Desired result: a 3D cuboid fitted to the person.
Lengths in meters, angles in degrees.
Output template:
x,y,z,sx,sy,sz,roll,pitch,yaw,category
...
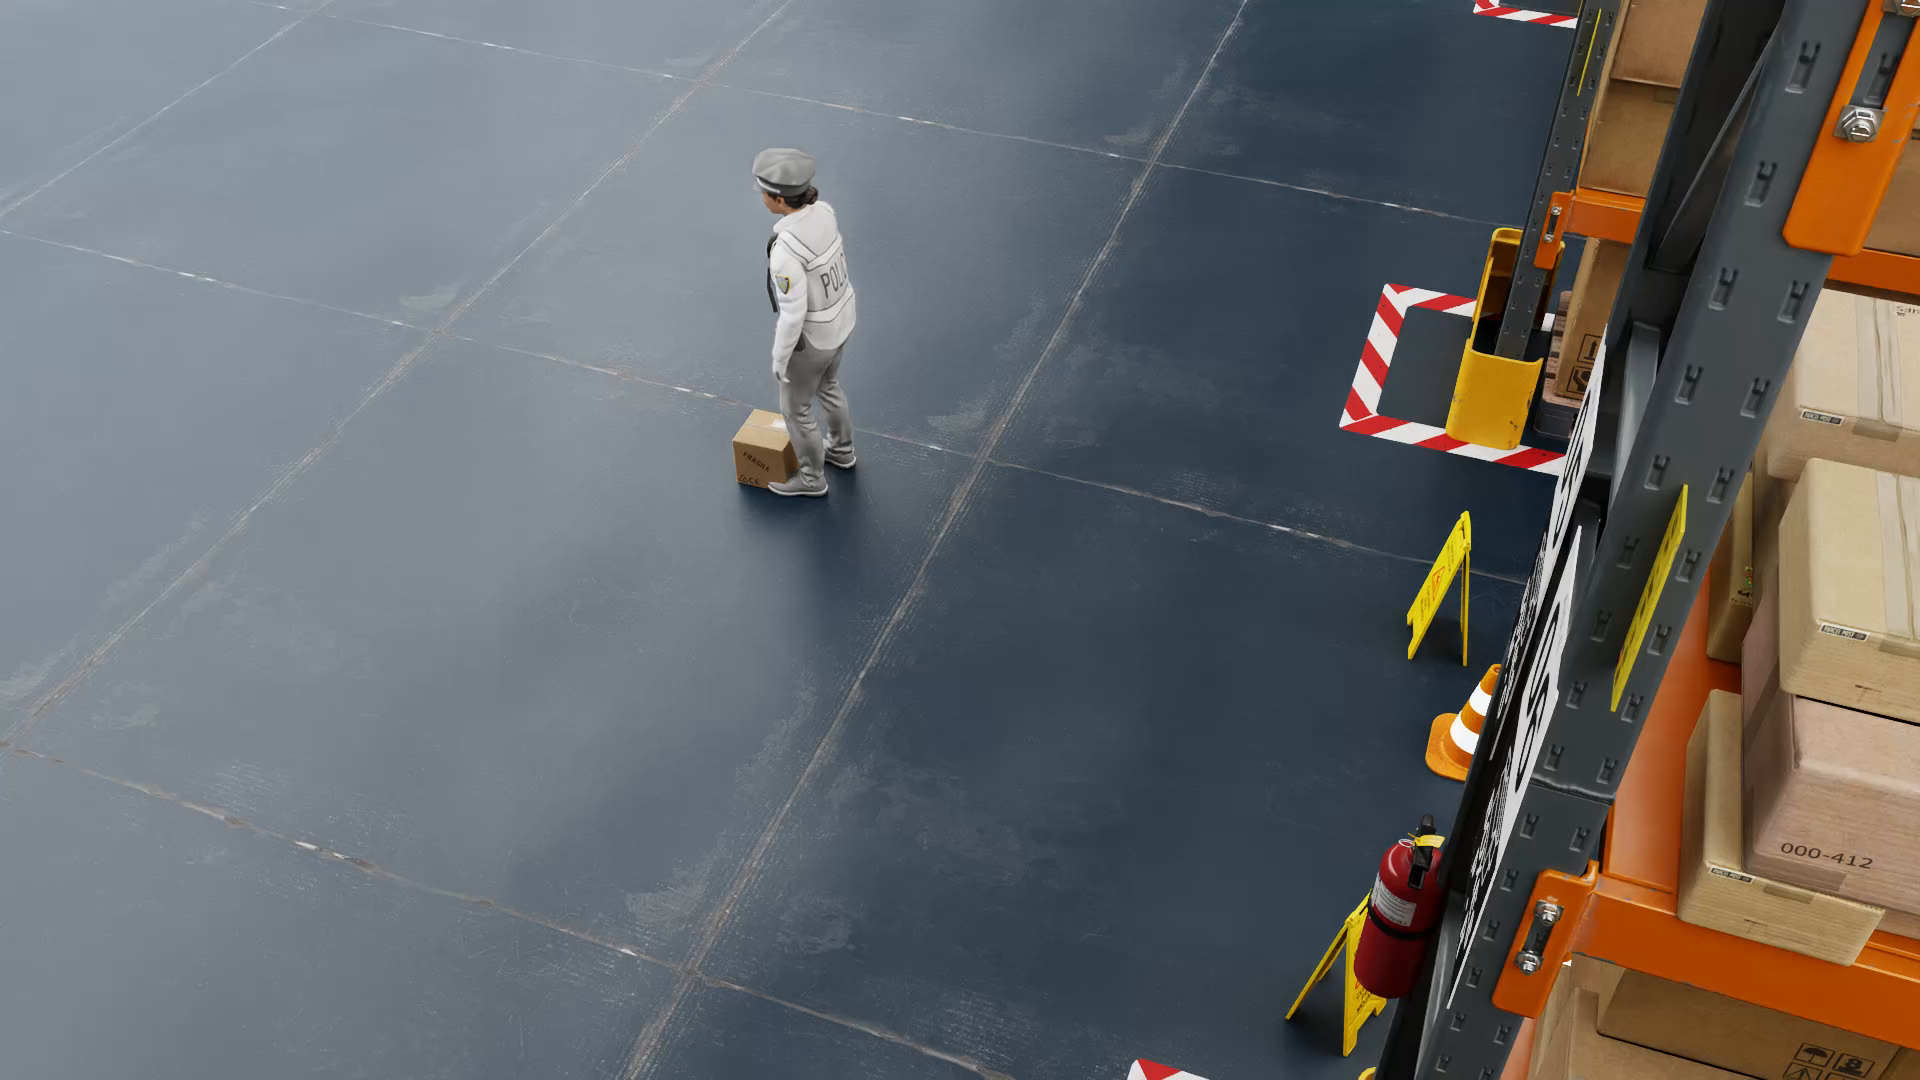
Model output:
x,y,z,sx,sy,sz,roll,pitch,yaw,category
-0.663,-0.896,7.160,0.402,1.664,0.529,14,44,15,person
